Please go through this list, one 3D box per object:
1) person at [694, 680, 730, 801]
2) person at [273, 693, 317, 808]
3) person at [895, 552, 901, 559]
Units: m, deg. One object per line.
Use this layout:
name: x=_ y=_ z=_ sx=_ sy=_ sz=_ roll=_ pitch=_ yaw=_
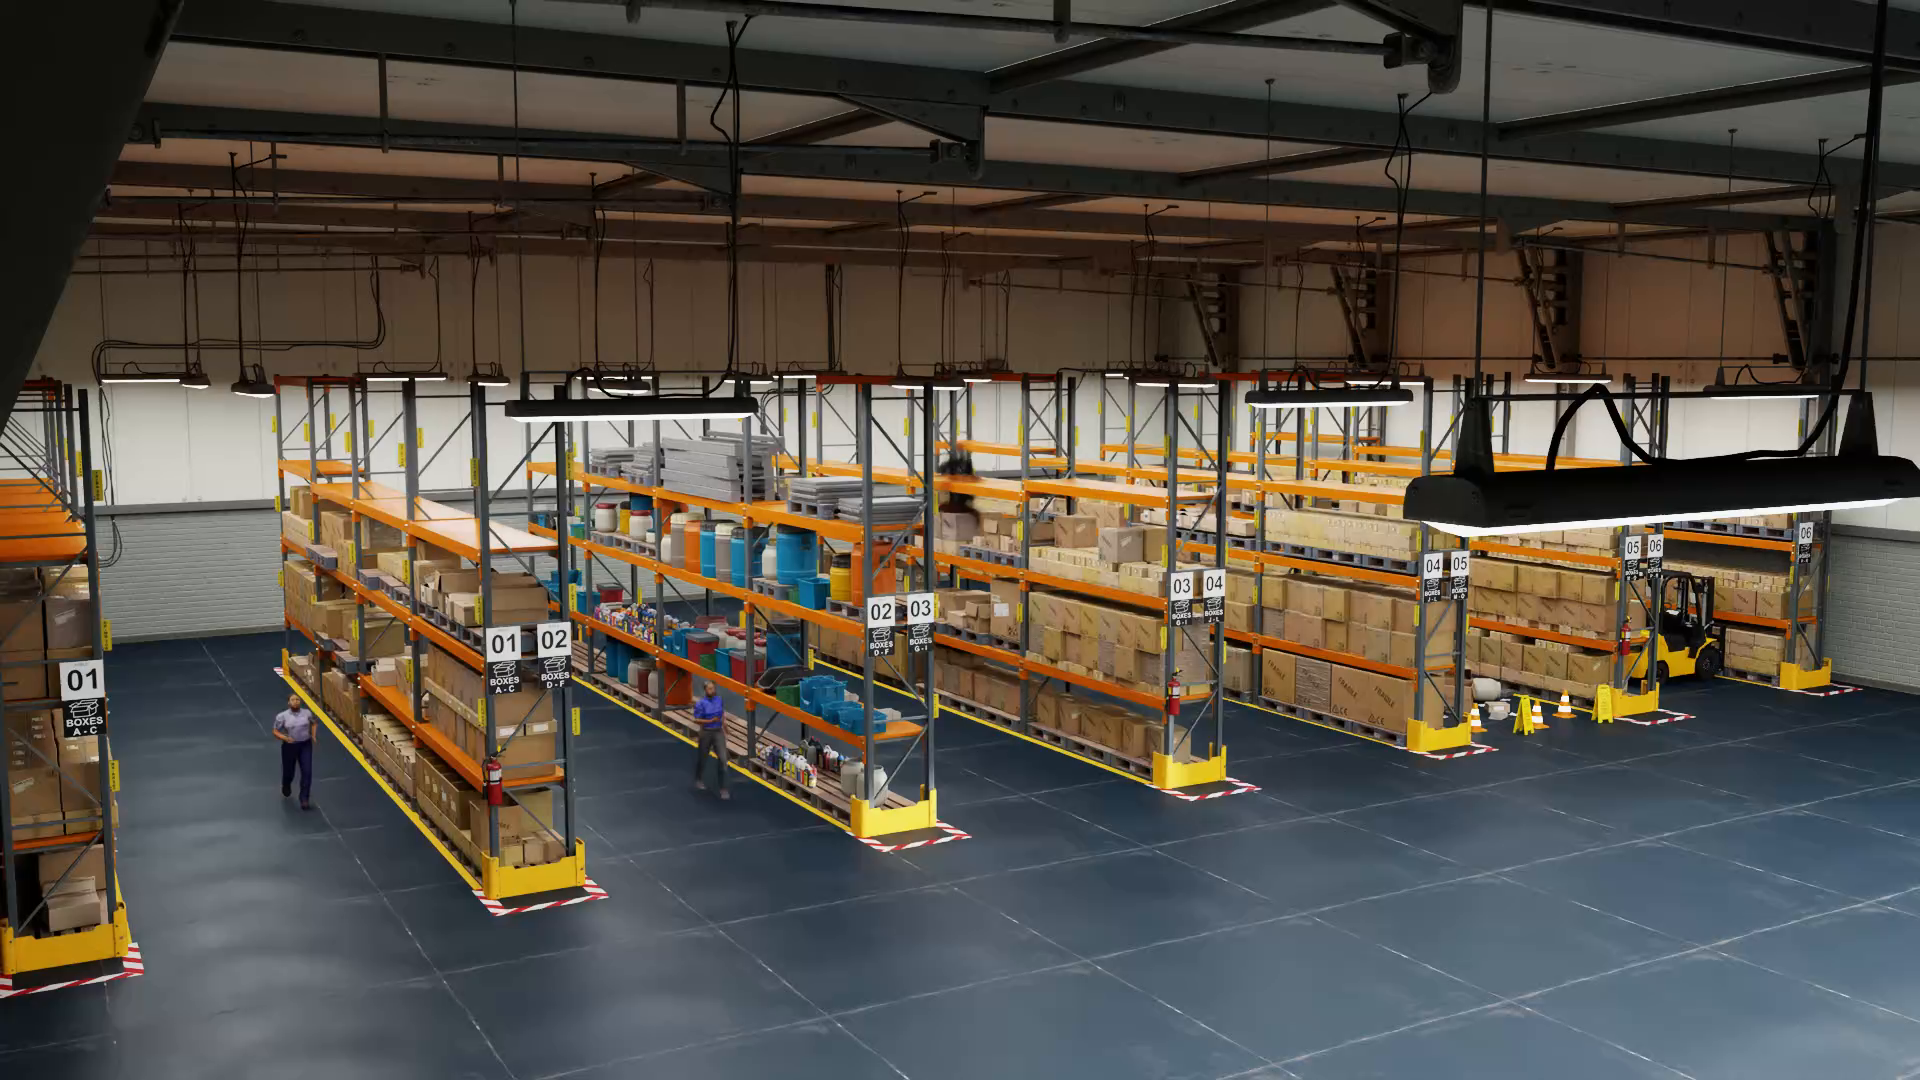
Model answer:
person: x=-3.607 y=2.870 z=24.078 sx=0.552 sy=1.706 sz=0.808 roll=-4 pitch=7 yaw=-30
person: x=-9.404 y=2.957 z=23.583 sx=0.616 sy=1.604 sz=0.740 roll=-4 pitch=7 yaw=-32
person: x=-1.543 y=1.154 z=39.650 sx=0.653 sy=1.750 sz=0.837 roll=-1 pitch=6 yaw=-8
